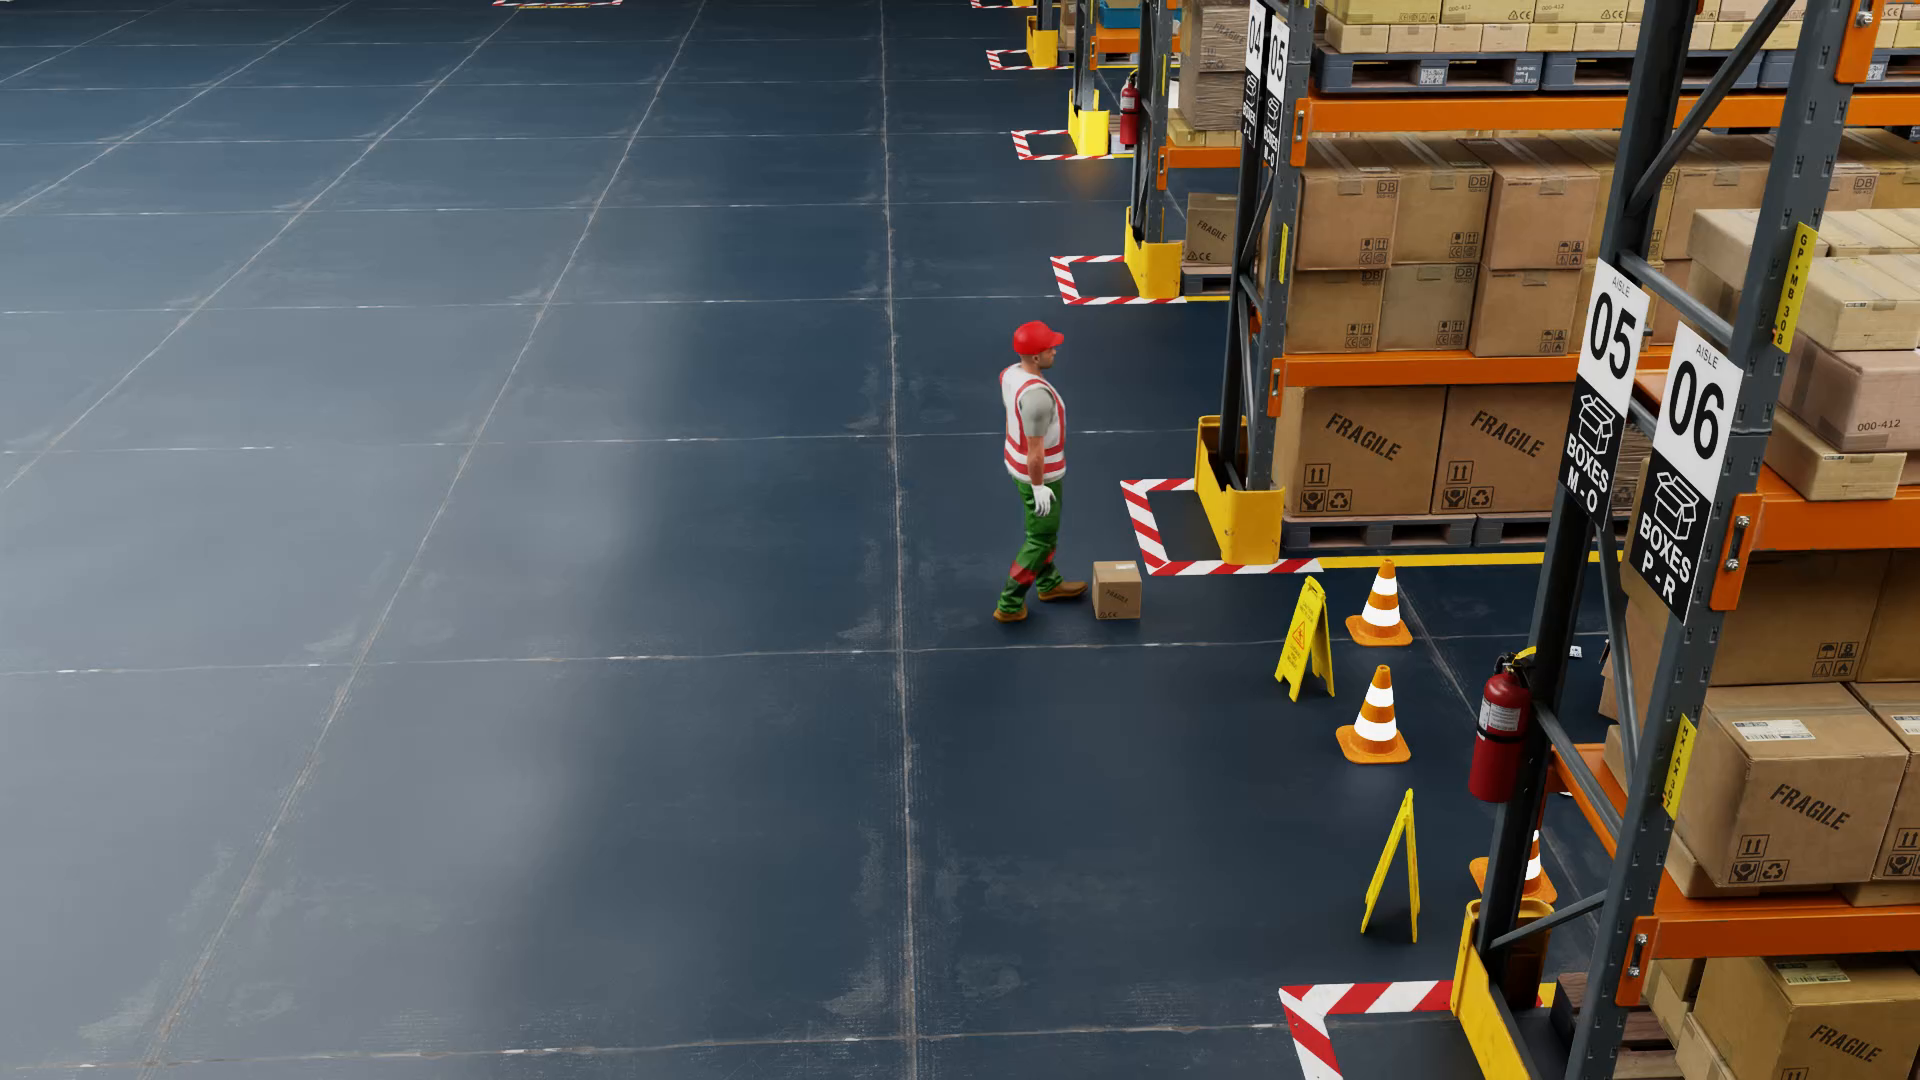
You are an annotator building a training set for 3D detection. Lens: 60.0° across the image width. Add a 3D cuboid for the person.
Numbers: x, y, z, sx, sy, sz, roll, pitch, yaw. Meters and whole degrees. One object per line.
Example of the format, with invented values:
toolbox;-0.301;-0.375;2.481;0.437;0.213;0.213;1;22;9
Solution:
person;0.461;-0.398;9.354;0.659;1.791;0.584;-8;28;-15
